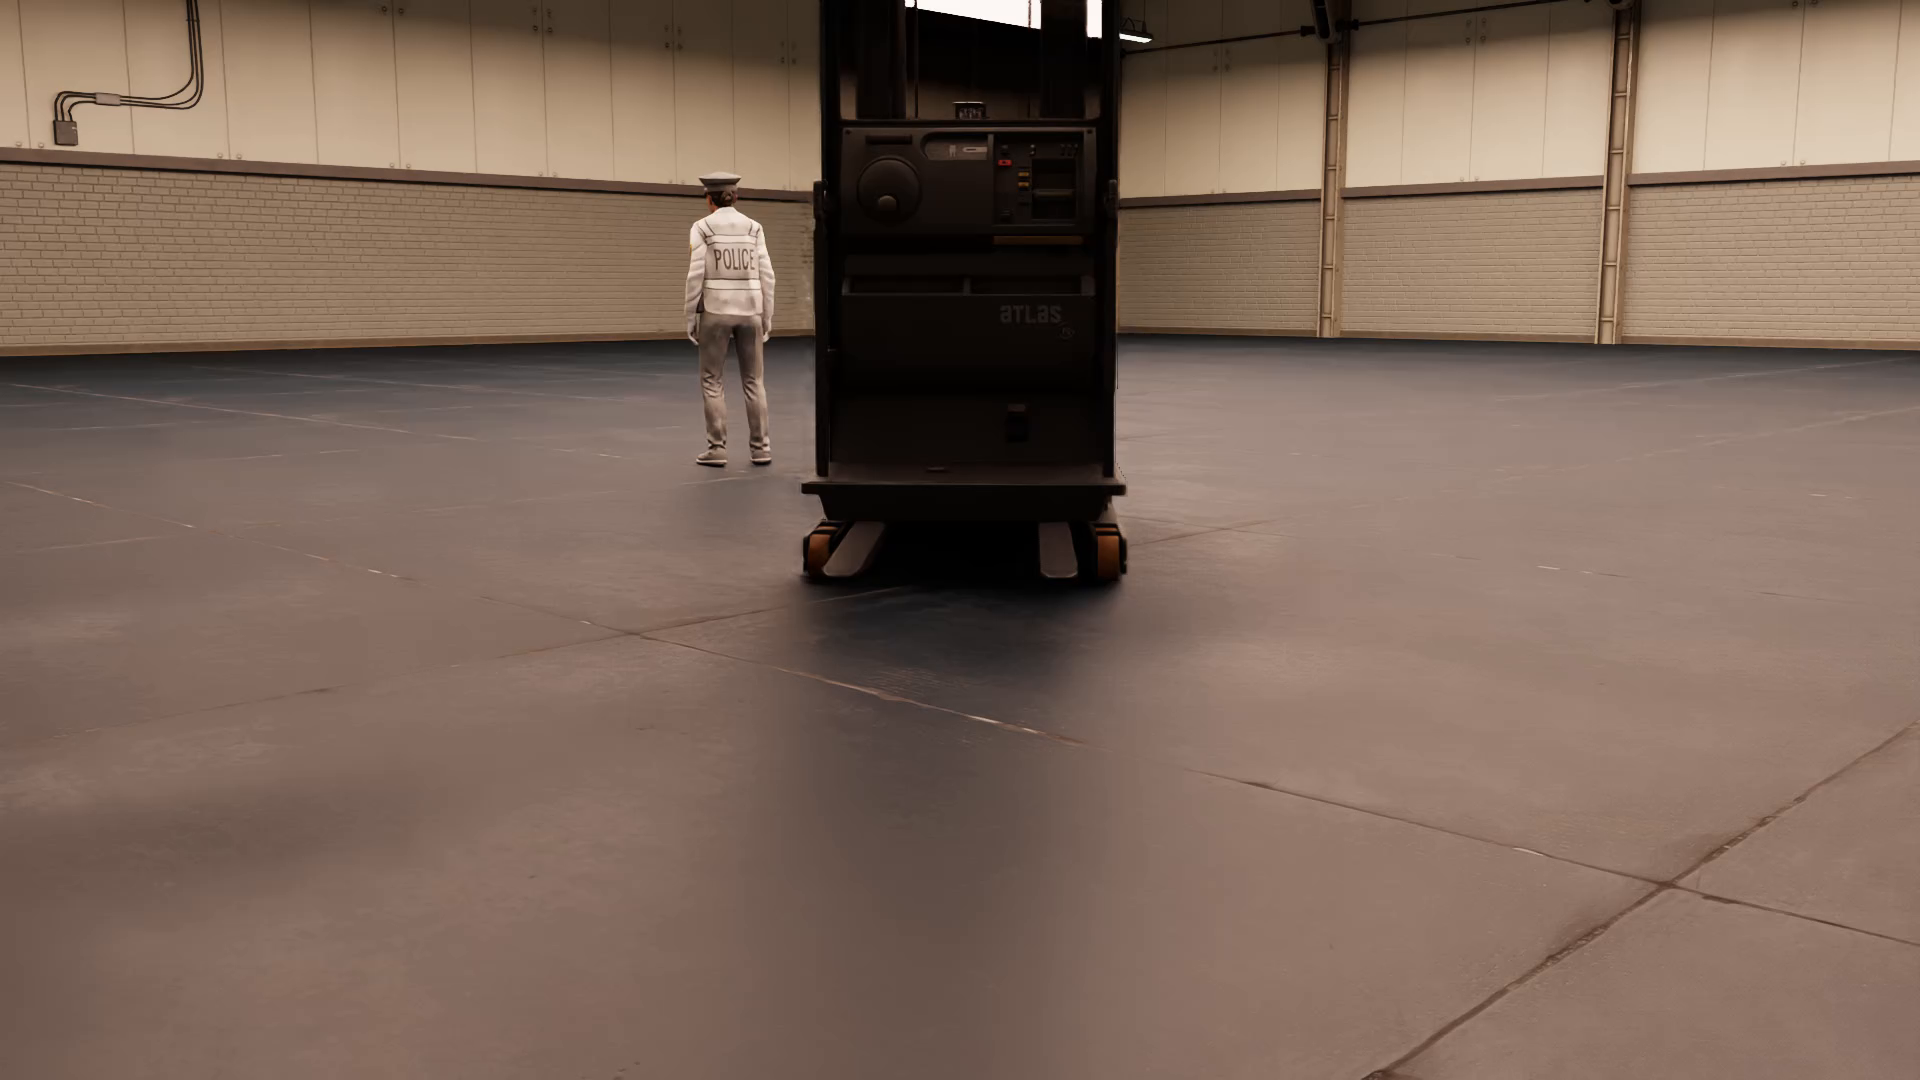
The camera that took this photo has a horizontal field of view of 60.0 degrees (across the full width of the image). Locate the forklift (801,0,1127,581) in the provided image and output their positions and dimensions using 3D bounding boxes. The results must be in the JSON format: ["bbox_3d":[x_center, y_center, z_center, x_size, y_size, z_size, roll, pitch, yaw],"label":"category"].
[{"bbox_3d":[0.025,-1.353,5.857,1.130,2.935,3.031,0,9,2],"label":"forklift"}]

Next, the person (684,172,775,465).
[{"bbox_3d":[-1.321,-1.260,9.512,0.528,1.662,0.375,-4,9,-24],"label":"person"}]
